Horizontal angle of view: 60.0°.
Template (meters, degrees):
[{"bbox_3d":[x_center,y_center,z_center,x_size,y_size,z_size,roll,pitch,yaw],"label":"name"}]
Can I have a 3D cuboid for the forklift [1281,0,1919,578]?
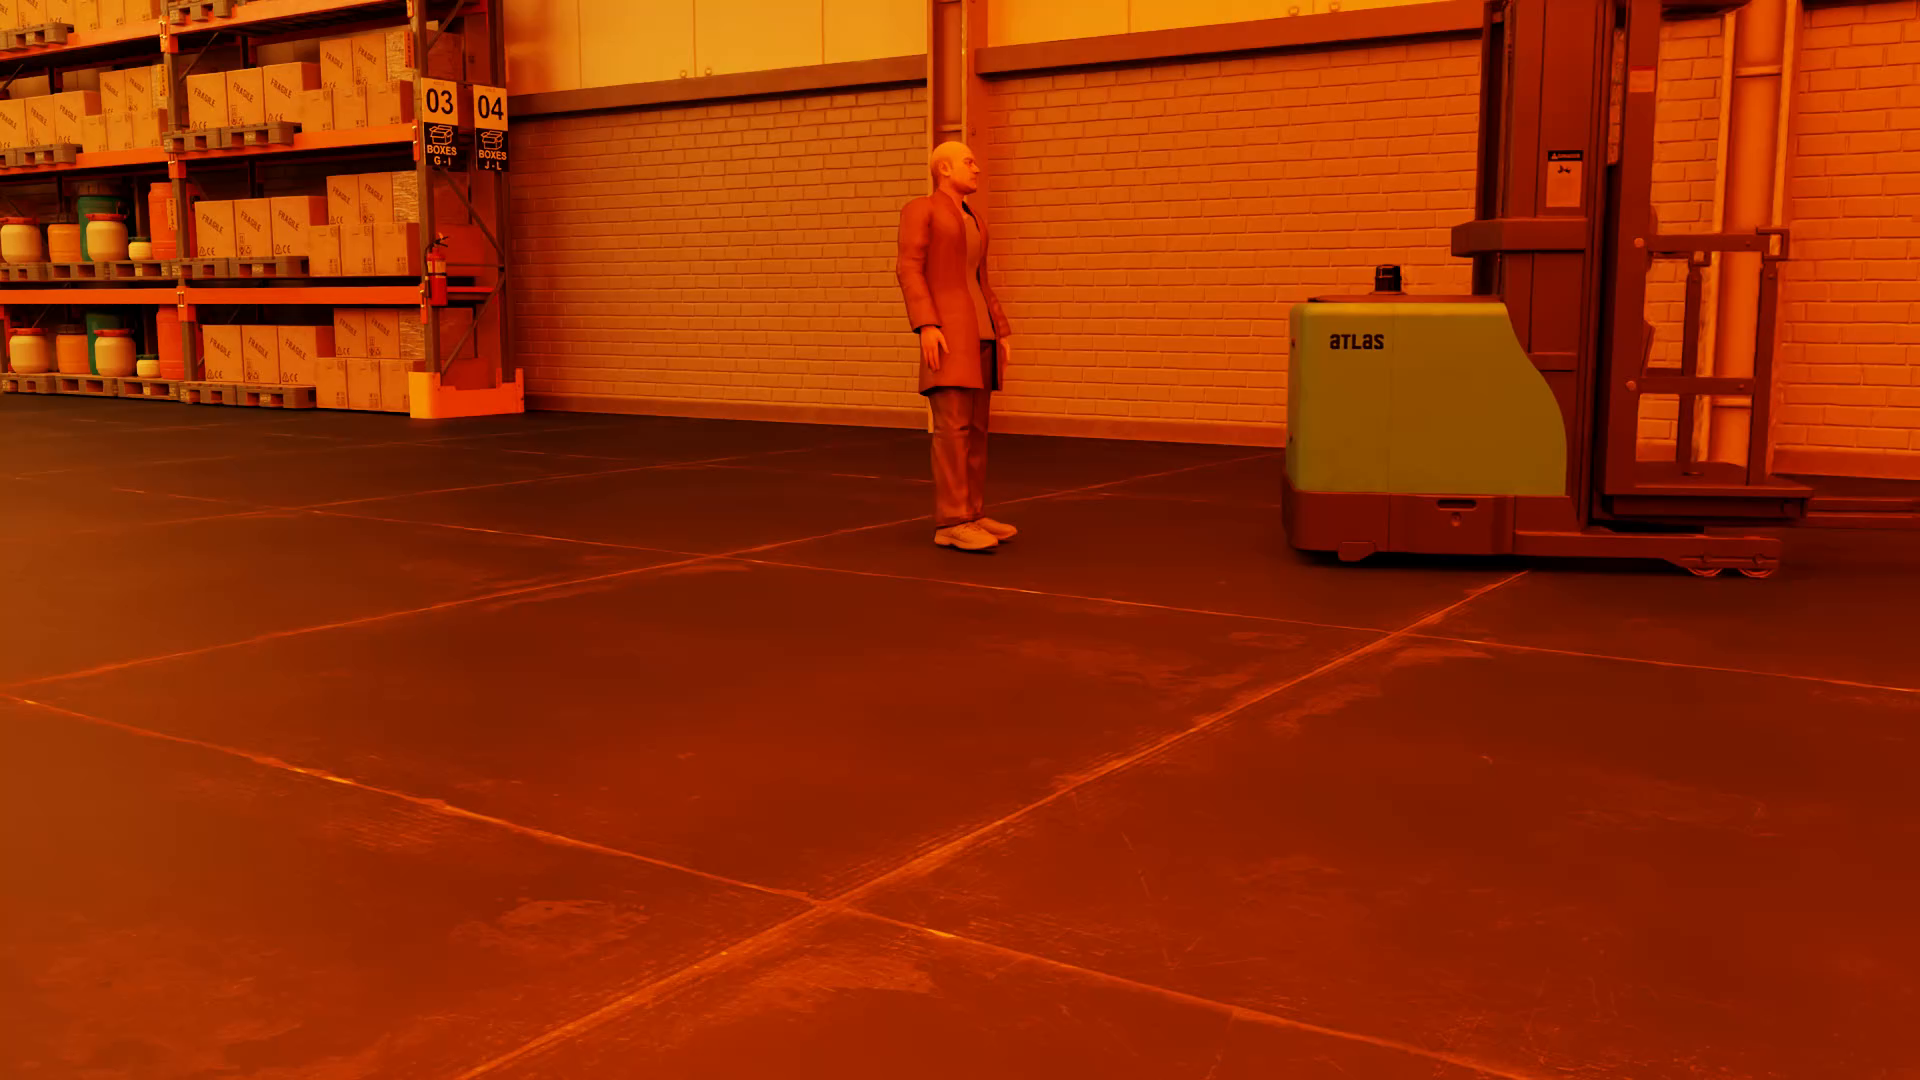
[{"bbox_3d":[2.934,-1.381,6.905,3.031,2.935,1.130,1,8,8],"label":"forklift"}]

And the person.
[{"bbox_3d":[0.074,-0.880,7.423,0.579,1.777,0.698,5,10,34],"label":"person"}]
